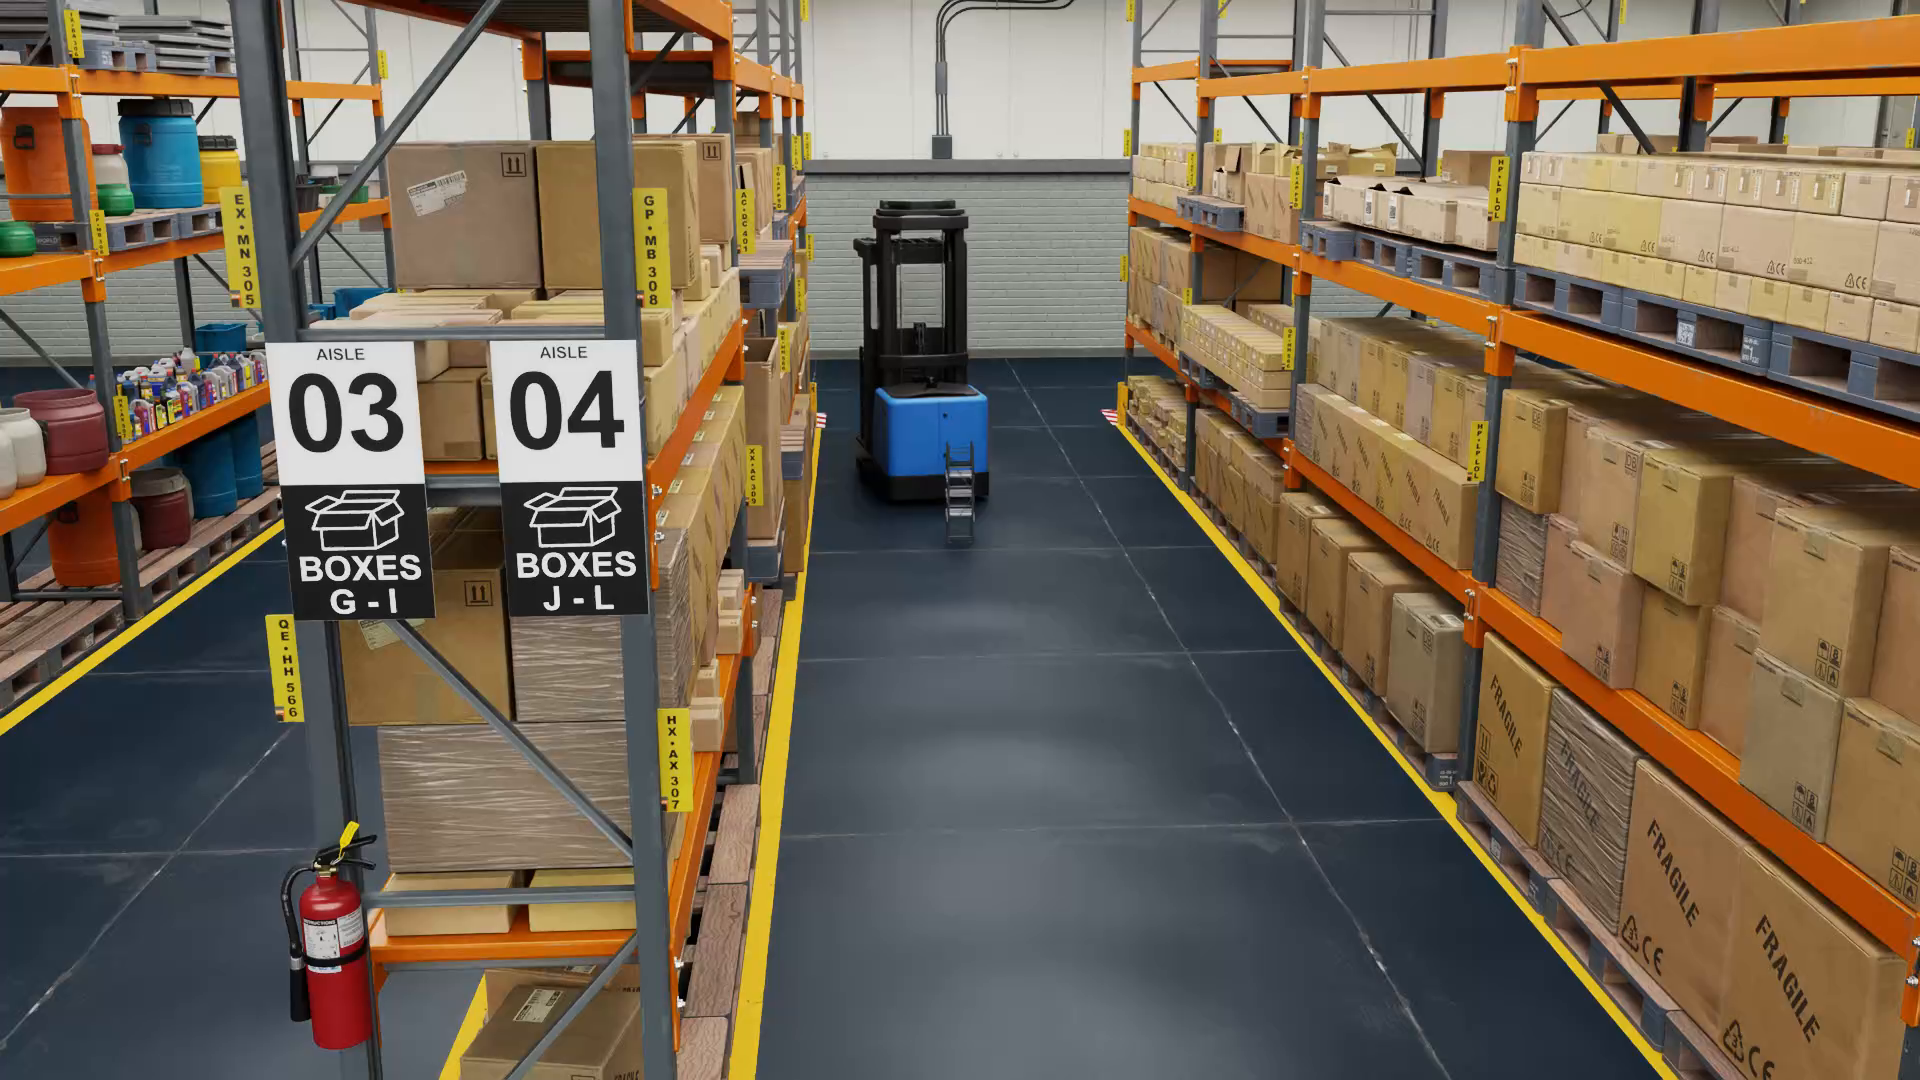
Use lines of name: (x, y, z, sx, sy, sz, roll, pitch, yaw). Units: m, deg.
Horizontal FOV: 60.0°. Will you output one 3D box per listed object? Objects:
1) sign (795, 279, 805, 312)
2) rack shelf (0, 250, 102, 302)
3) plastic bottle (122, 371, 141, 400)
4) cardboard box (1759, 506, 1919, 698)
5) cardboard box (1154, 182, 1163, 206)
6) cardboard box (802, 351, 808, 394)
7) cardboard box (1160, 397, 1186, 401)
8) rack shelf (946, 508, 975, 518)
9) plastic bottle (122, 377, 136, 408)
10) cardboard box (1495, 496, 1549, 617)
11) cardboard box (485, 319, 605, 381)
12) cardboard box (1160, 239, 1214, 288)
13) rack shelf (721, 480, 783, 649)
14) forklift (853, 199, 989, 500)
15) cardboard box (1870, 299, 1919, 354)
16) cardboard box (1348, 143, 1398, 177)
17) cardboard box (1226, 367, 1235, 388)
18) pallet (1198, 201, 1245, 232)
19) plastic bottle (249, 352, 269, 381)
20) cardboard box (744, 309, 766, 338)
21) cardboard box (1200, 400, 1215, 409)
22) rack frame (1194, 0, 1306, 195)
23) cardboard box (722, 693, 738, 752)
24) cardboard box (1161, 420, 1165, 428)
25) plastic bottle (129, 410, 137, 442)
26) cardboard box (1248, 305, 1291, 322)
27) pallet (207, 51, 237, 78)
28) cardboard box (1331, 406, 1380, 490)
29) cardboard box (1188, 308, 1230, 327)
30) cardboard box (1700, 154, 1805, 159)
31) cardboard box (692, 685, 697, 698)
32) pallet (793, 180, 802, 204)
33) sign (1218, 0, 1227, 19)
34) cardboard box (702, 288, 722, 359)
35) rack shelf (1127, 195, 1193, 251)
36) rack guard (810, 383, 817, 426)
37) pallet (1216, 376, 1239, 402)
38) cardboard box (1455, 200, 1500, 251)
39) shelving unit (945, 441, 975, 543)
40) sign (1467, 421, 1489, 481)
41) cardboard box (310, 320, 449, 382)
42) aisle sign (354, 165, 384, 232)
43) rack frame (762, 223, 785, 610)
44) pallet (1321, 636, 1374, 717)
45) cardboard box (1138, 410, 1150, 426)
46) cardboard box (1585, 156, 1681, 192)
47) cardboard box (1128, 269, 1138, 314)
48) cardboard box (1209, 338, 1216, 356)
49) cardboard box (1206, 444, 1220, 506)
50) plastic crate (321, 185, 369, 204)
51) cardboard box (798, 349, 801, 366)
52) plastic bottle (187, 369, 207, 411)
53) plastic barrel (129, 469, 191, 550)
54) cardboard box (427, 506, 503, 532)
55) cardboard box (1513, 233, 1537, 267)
sign: (-1.593, -2.434, 16.526, 0.100, 0.325, 0.005, -1, 14, -3)
rack shelf: (-6.706, -1.437, 10.238, 1.077, 0.370, 4.000, -1, 14, -3)
plastic bottle: (-7.358, -1.355, 14.747, 0.152, 0.276, 0.135, -1, 14, -3)
cardboard box: (3.455, 0.208, 5.953, 0.875, 0.550, 0.550, -1, 14, -3)
cardboard box: (2.441, -3.824, 18.375, 0.500, 0.250, 0.500, -1, 14, -4)
cardboard box: (-2.206, -1.686, 19.204, 0.875, 0.875, 0.875, -1, 14, -3)
cardboard box: (2.480, -1.534, 18.879, 0.380, 0.149, 0.250, -1, 14, -3)
rack shelf: (0.000, -0.231, 15.199, 0.258, 0.077, 0.200, -1, 14, -3)
plastic bottle: (-7.222, -1.278, 14.455, 0.097, 0.271, 0.097, 0, 14, 0)
cardboard box: (3.353, 0.056, 8.711, 0.875, 0.550, 0.550, -1, 14, -3)
cardboard box: (-1.177, -0.562, 4.895, 0.380, 0.149, 0.250, -1, 14, -4)
cardboard box: (2.468, -2.998, 18.077, 0.500, 0.500, 0.500, -1, 14, -2)
rack shelf: (-1.763, -0.060, 10.909, 1.077, 0.370, 4.000, -1, 14, -3)
forklift: (-0.517, -2.136, 17.670, 1.130, 2.935, 3.031, -3, 15, -12)
cardboard box: (3.192, -0.691, 5.357, 0.380, 0.149, 0.250, -1, 14, -3)
cardboard box: (3.288, -3.063, 13.376, 0.396, 0.266, 0.258, -1, 14, -3)
cardboard box: (2.521, -1.410, 14.370, 0.380, 0.149, 0.250, -2, 15, -6)
pallet: (2.822, -2.901, 14.863, 1.213, 0.211, 1.003, -1, 14, -3)
plastic bottle: (-6.731, -1.671, 15.975, 0.152, 0.276, 0.135, -1, 14, -3)
cardboard box: (-1.916, -1.623, 13.322, 0.797, 0.503, 0.637, 0, 14, -2)
cardboard box: (2.913, -1.479, 18.664, 0.380, 0.149, 0.250, -1, 15, -6)
rack frame: (2.822, -4.858, 16.071, 1.000, 3.000, 0.127, -1, 14, -3)
cardboard box: (-1.655, 0.933, 9.737, 0.700, 0.500, 0.500, -2, 15, -8)
cardboard box: (2.473, -1.320, 18.642, 0.380, 0.149, 0.250, -2, 15, -6)
plastic bottle: (-6.514, -0.909, 13.022, 0.097, 0.271, 0.097, 0, 14, 0)
cardboard box: (3.042, -2.225, 16.347, 0.380, 0.149, 0.250, 0, 14, -1)
pallet: (-6.996, -4.239, 14.849, 1.003, 0.211, 1.213, -1, 14, -3)
cardboard box: (2.894, -0.638, 11.511, 0.500, 0.500, 0.500, -1, 14, -3)
cardboard box: (2.411, -2.148, 16.046, 0.380, 0.149, 0.250, 0, 14, -2)
cardboard box: (3.689, -1.720, 7.758, 0.380, 0.149, 0.250, -1, 14, -4)
cardboard box: (-1.315, 0.696, 7.030, 0.380, 0.149, 0.250, -1, 14, -3)
pallet: (-2.247, -3.817, 18.224, 1.003, 0.211, 1.213, -1, 14, -3)
sign: (3.130, -6.385, 19.815, 0.100, 0.325, 0.005, -1, 14, -3)
cardboard box: (-1.291, -0.925, 7.108, 0.500, 0.250, 0.500, -1, 14, -4)
rack shelf: (2.698, -3.554, 18.468, 1.077, 0.370, 4.000, -1, 14, -3)
rack guard: (-2.384, -1.691, 20.820, 1.175, 0.500, 0.348, -1, 14, -3)
pallet: (2.907, -1.356, 14.887, 1.003, 0.211, 1.213, -1, 14, -3)
cardboard box: (3.115, -1.768, 9.339, 0.500, 0.250, 0.500, -1, 14, -3)
shelving unit: (0.000, -0.438, 15.146, 0.258, 0.900, 0.210, -1, 14, -3)
sign: (2.777, -0.474, 8.909, 0.100, 0.325, 0.005, -1, 14, -3)
cardboard box: (-1.720, -0.554, 4.864, 0.380, 0.149, 0.250, -1, 14, -3)
aisle sign: (-7.038, -4.101, 19.951, 0.394, 0.787, 0.004, -1, 14, -3)
rack frame: (-1.887, -0.906, 12.752, 1.000, 3.000, 0.127, -1, 14, -3)
pallet: (3.116, 0.893, 11.357, 1.003, 0.211, 1.213, -1, 14, -3)
cardboard box: (2.314, -1.444, 19.721, 0.380, 0.149, 0.250, -1, 14, -3)
cardboard box: (3.050, -1.647, 7.470, 0.380, 0.149, 0.250, -1, 14, -4)
cardboard box: (2.327, -3.024, 20.185, 0.500, 0.500, 0.500, 0, 14, -1)
cardboard box: (2.474, -1.747, 15.084, 0.380, 0.149, 0.250, -1, 14, -4)
cardboard box: (2.638, -0.626, 15.836, 0.500, 0.500, 0.500, 0, 14, -1)
plastic crate: (-6.980, -3.929, 18.904, 0.450, 0.188, 0.336, -1, 14, -3)
cardboard box: (-1.821, -1.858, 16.956, 0.380, 0.149, 0.250, -1, 14, -3)
plastic bottle: (-6.626, -1.303, 14.394, 0.144, 0.351, 0.185, -1, 14, -3)
plastic barrel: (-6.947, -0.268, 14.267, 0.600, 0.588, 0.708, -1, 14, -3)
cardboard box: (-1.708, 0.149, 5.845, 0.500, 0.500, 0.500, -1, 14, -3)
cardboard box: (3.001, -1.450, 8.306, 0.380, 0.149, 0.250, -1, 14, -4)
